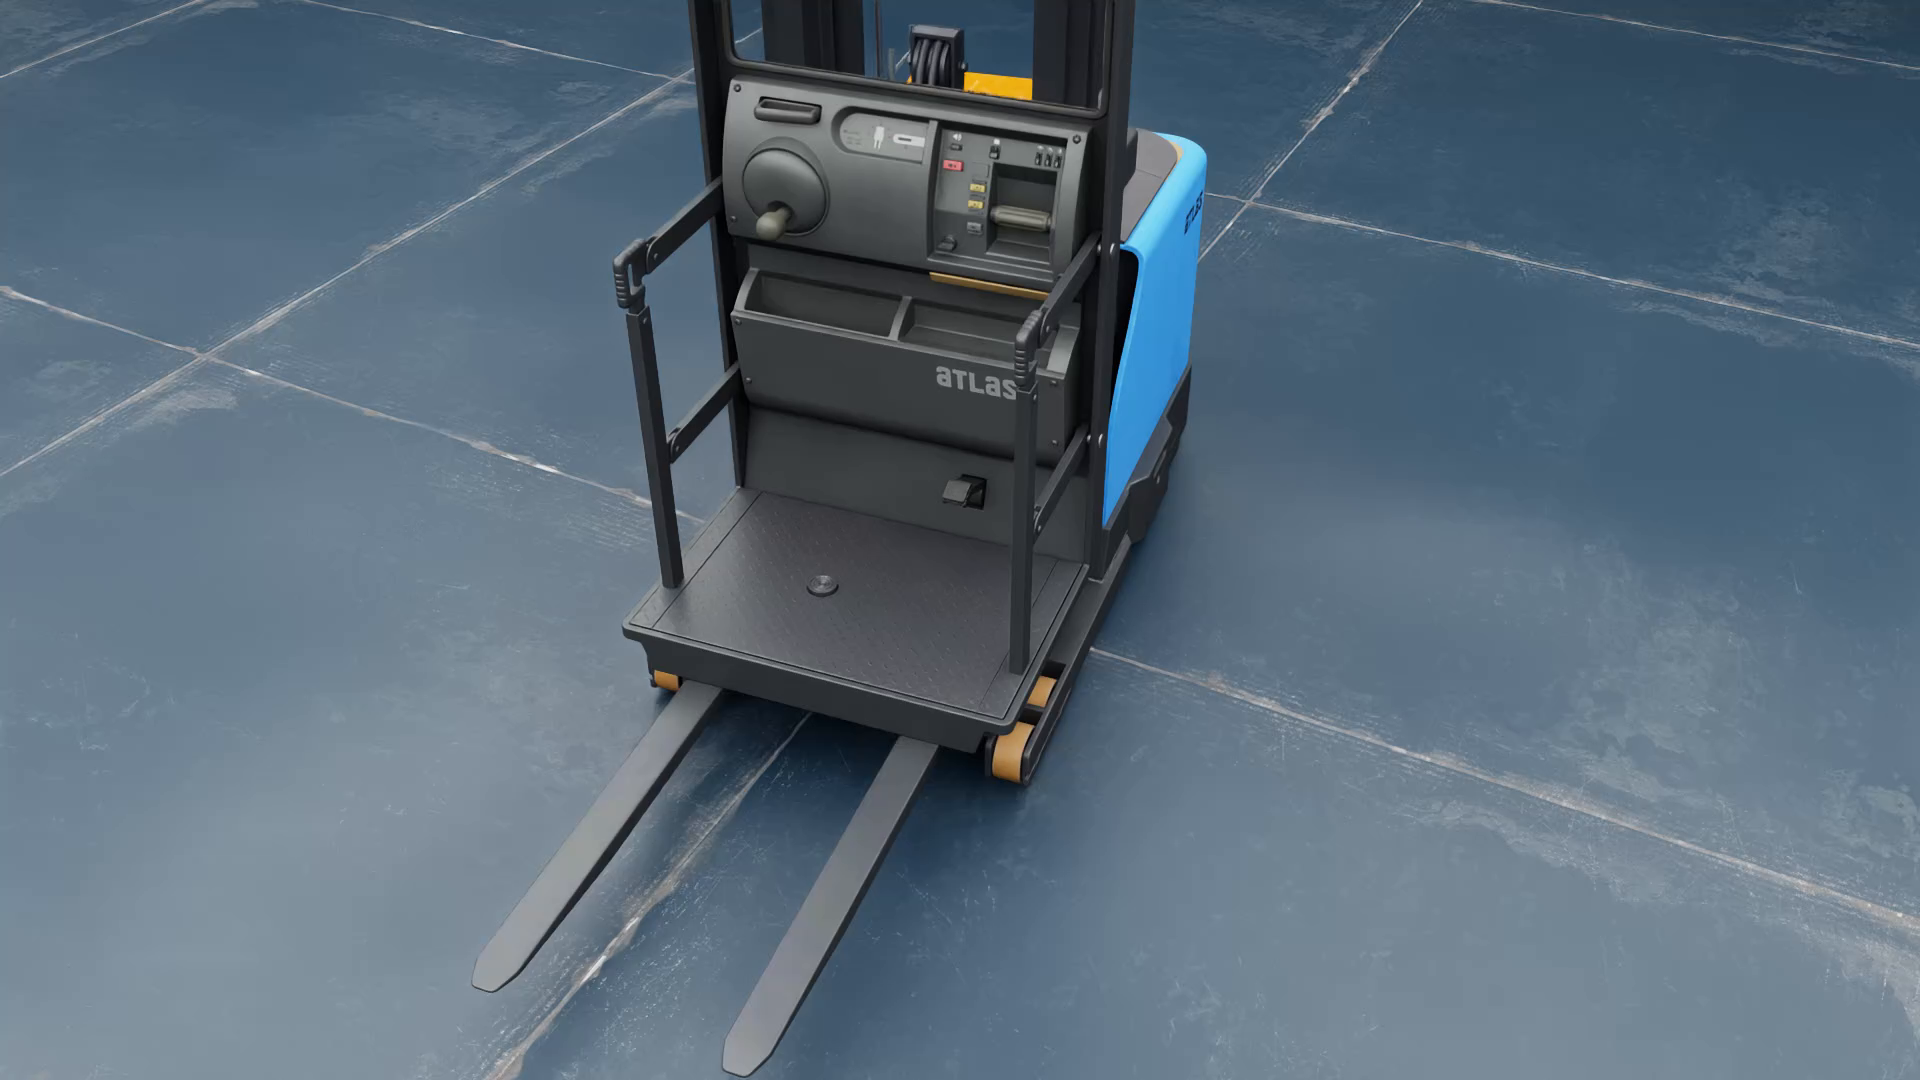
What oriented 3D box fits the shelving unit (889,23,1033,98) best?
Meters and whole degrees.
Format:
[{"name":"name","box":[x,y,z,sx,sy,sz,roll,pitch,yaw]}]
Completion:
[{"name":"shelving unit","box":[0.046,-1.128,5.744,0.503,1.200,0.258,11,38,14]}]

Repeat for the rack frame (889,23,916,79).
[{"name":"rack frame","box":[-0.187,-1.172,5.801,0.015,1.200,0.240,11,38,14]}]

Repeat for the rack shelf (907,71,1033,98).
[{"name":"rack shelf","box":[0.046,-1.442,5.507,0.480,0.148,0.258,11,38,14]}]

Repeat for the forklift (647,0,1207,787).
[{"name":"forklift","box":[-0.029,-1.095,4.321,1.129,2.867,1.939,13,39,16]}]
